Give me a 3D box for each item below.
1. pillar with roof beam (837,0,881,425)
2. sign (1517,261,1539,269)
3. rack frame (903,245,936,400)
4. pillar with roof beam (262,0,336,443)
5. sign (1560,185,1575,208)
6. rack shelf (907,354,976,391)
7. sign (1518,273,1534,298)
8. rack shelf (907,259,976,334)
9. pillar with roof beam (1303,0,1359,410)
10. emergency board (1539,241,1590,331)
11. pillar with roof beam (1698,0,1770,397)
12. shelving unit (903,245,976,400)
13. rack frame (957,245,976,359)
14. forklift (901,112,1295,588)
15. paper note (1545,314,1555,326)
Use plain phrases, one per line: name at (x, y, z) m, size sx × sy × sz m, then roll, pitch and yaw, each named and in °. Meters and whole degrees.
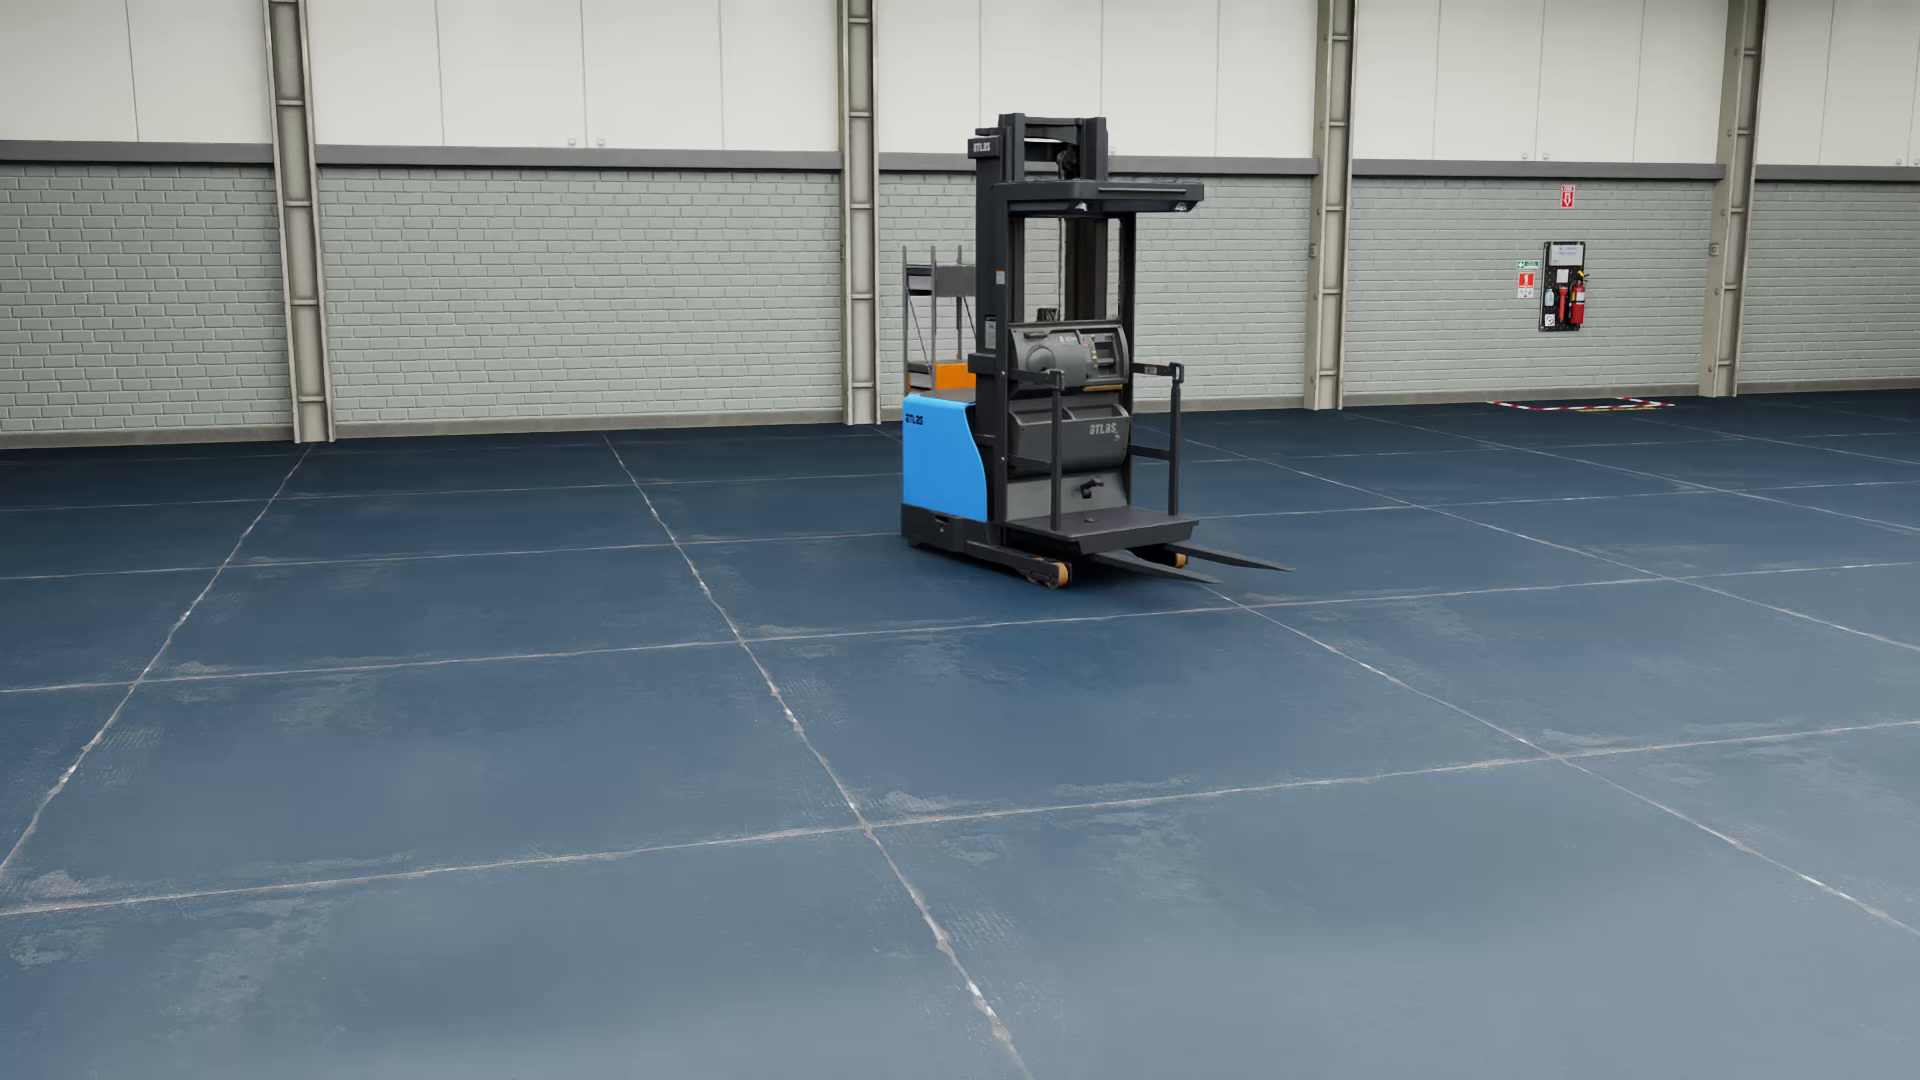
pillar with roof beam at (0.050, -5.047, 14.609) m, size 0.400 × 9.000 × 9.100 m, roll -3°, pitch 11°, yaw -16°
sign at (7.432, -3.601, 21.759) m, size 0.331 × 0.109 × 0.001 m, roll -3°, pitch 11°, yaw -16°
rack frame at (-0.295, -1.074, 12.079) m, size 0.015 × 2.100 × 0.400 m, roll -7°, pitch 13°, yaw -35°
pillar with roof beam at (-5.711, -4.744, 12.959) m, size 0.400 × 9.000 × 9.100 m, roll -3°, pitch 11°, yaw -16°
sign at (7.949, -4.491, 21.754) m, size 0.199 × 0.298 × 0.001 m, roll -3°, pitch 11°, yaw -16°
rack shelf at (-0.096, -1.086, 12.221) m, size 0.480 × 0.518 × 0.431 m, roll -7°, pitch 13°, yaw -35°
sign at (7.425, -3.342, 21.814) m, size 0.234 × 0.329 × 0.001 m, roll -3°, pitch 11°, yaw -16°
rack shelf at (-0.096, -1.774, 12.094) m, size 0.480 × 0.518 × 0.431 m, roll -7°, pitch 13°, yaw -35°
pillar with roof beam at (5.811, -5.351, 16.258) m, size 0.400 × 9.000 × 9.100 m, roll -3°, pitch 11°, yaw -16°
emergency board at (7.985, -3.334, 21.872) m, size 0.643 × 1.169 × 0.194 m, roll -3°, pitch 11°, yaw -16°
pillar with roof beam at (11.572, -5.655, 17.907) m, size 0.400 × 9.000 × 9.100 m, roll -3°, pitch 11°, yaw -16°
shelving unit at (-0.096, -1.099, 12.218) m, size 0.503 × 2.100 × 0.431 m, roll -7°, pitch 13°, yaw -35°
rack frame at (0.103, -1.125, 12.357) m, size 0.015 × 2.100 × 0.400 m, roll -7°, pitch 13°, yaw -35°
forklift at (0.846, -1.238, 10.677) m, size 1.130 × 2.935 × 3.031 m, roll -7°, pitch 13°, yaw -35°
paper note at (7.796, -2.904, 21.968) m, size 0.142 × 0.148 × 0.016 m, roll -3°, pitch 11°, yaw -16°
